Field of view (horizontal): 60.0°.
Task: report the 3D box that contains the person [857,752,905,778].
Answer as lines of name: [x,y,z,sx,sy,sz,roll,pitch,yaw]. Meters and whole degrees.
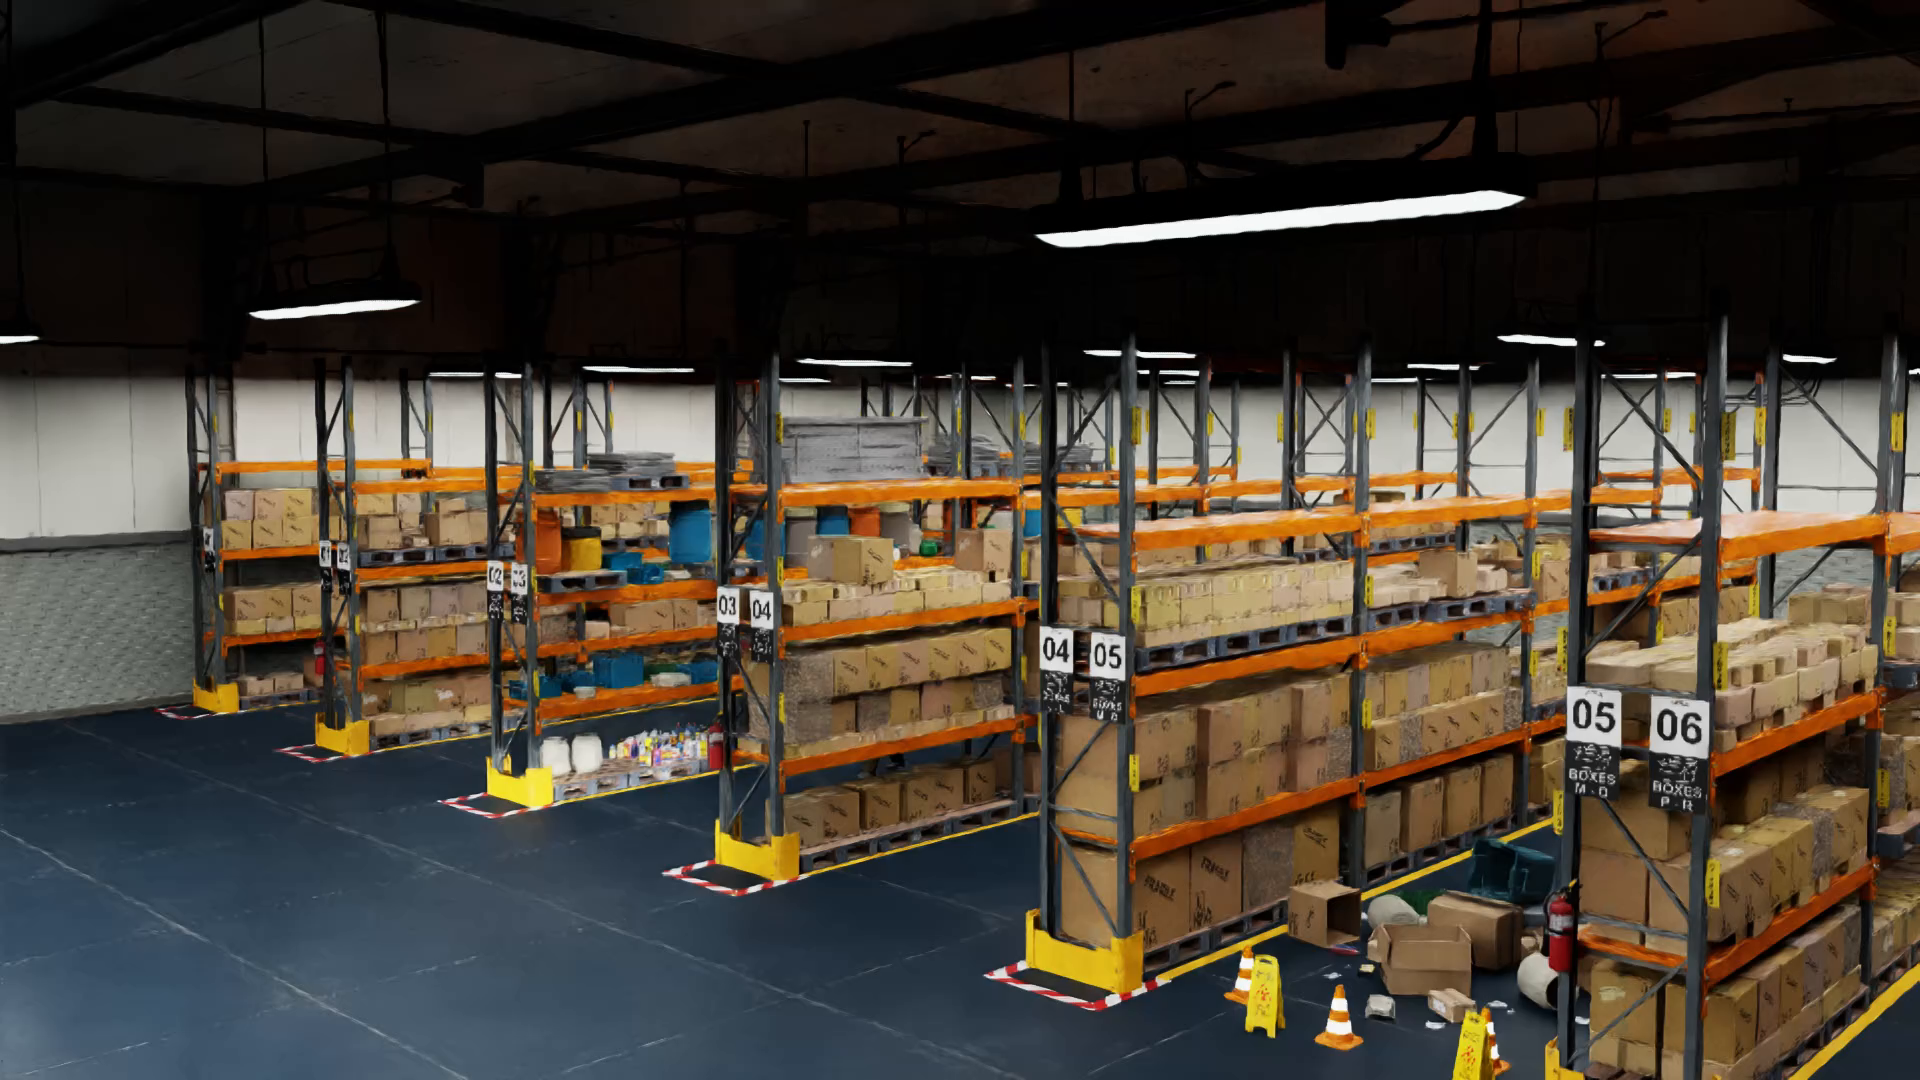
person: [-1.157,2.493,23.559,0.598,1.699,1.197,4,6,41]

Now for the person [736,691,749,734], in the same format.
person: [-3.205,2.331,26.585,0.922,1.593,0.501,-2,5,-25]
